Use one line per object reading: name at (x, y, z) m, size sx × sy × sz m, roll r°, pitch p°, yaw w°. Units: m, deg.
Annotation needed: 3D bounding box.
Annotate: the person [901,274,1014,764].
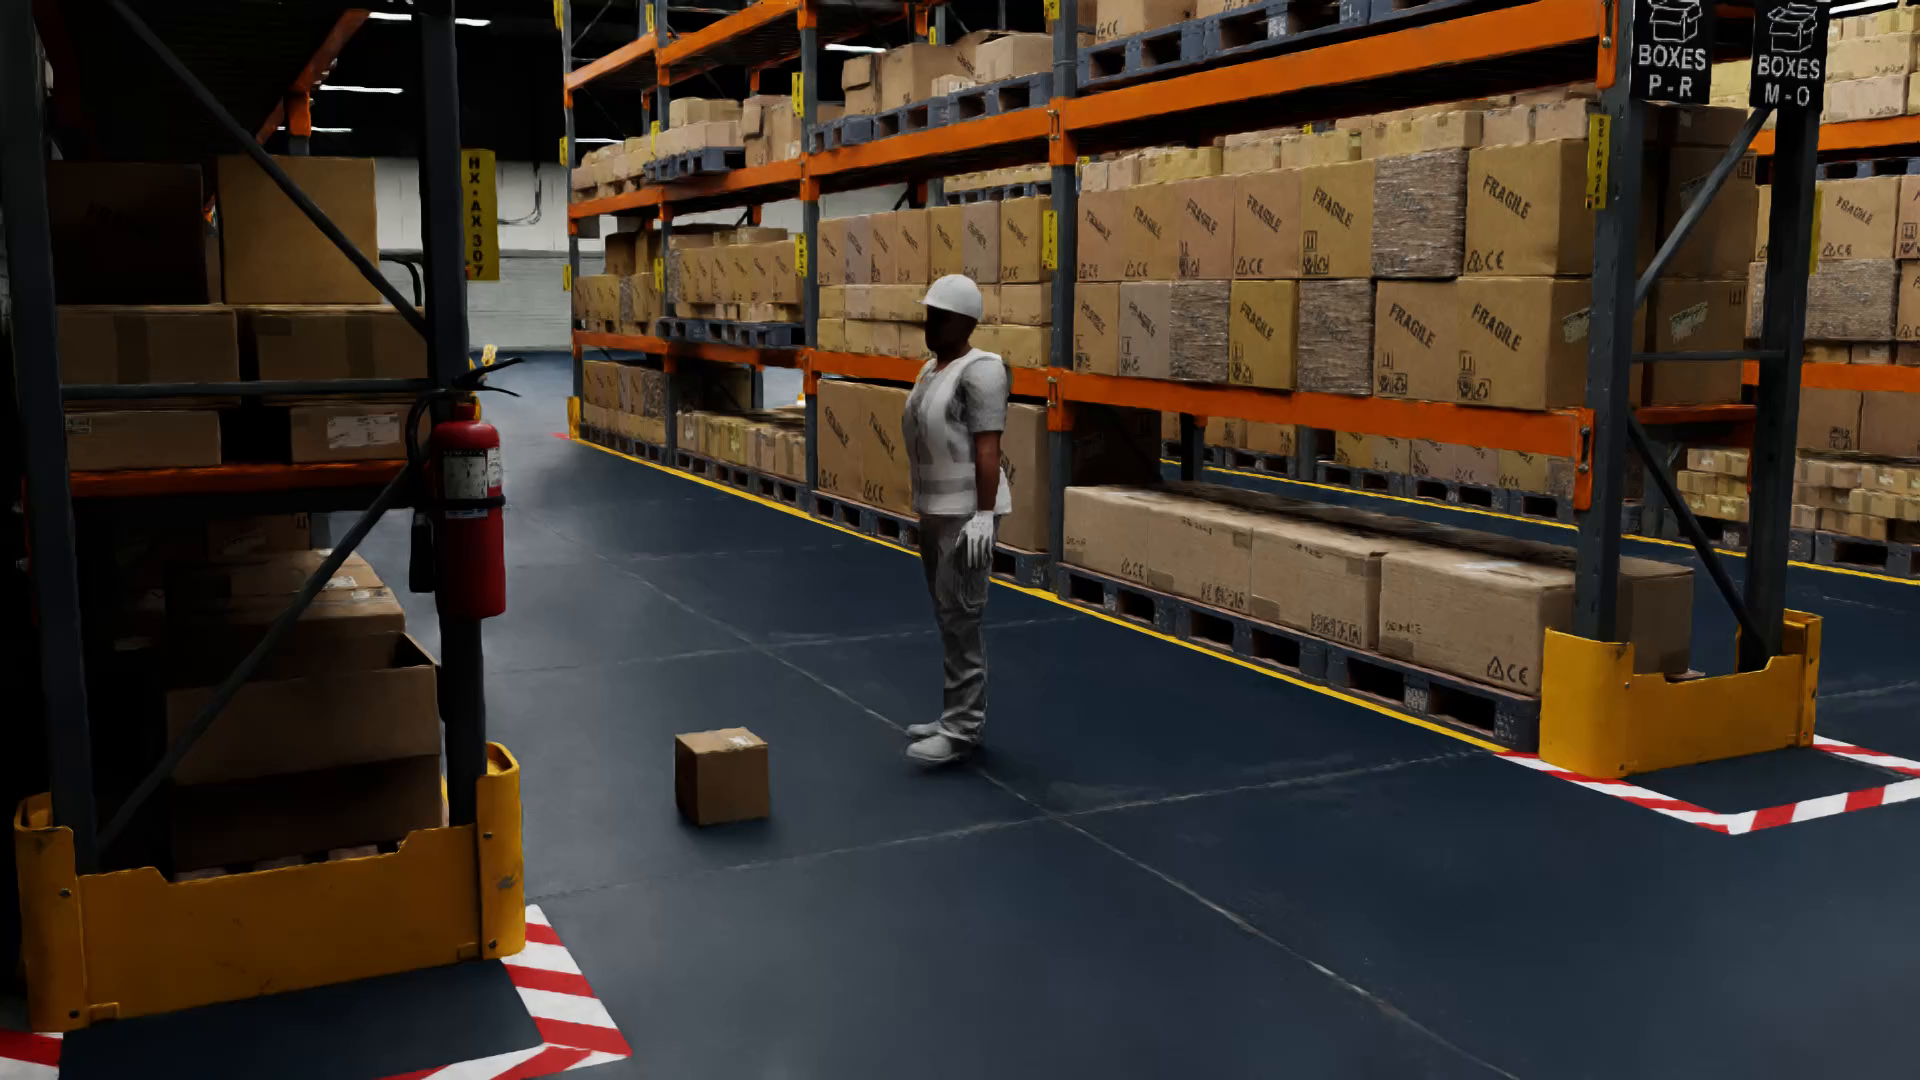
person at (-0.054, -0.086, 6.188) m, size 0.429 × 1.787 × 0.674 m, roll -4°, pitch 9°, yaw -23°
